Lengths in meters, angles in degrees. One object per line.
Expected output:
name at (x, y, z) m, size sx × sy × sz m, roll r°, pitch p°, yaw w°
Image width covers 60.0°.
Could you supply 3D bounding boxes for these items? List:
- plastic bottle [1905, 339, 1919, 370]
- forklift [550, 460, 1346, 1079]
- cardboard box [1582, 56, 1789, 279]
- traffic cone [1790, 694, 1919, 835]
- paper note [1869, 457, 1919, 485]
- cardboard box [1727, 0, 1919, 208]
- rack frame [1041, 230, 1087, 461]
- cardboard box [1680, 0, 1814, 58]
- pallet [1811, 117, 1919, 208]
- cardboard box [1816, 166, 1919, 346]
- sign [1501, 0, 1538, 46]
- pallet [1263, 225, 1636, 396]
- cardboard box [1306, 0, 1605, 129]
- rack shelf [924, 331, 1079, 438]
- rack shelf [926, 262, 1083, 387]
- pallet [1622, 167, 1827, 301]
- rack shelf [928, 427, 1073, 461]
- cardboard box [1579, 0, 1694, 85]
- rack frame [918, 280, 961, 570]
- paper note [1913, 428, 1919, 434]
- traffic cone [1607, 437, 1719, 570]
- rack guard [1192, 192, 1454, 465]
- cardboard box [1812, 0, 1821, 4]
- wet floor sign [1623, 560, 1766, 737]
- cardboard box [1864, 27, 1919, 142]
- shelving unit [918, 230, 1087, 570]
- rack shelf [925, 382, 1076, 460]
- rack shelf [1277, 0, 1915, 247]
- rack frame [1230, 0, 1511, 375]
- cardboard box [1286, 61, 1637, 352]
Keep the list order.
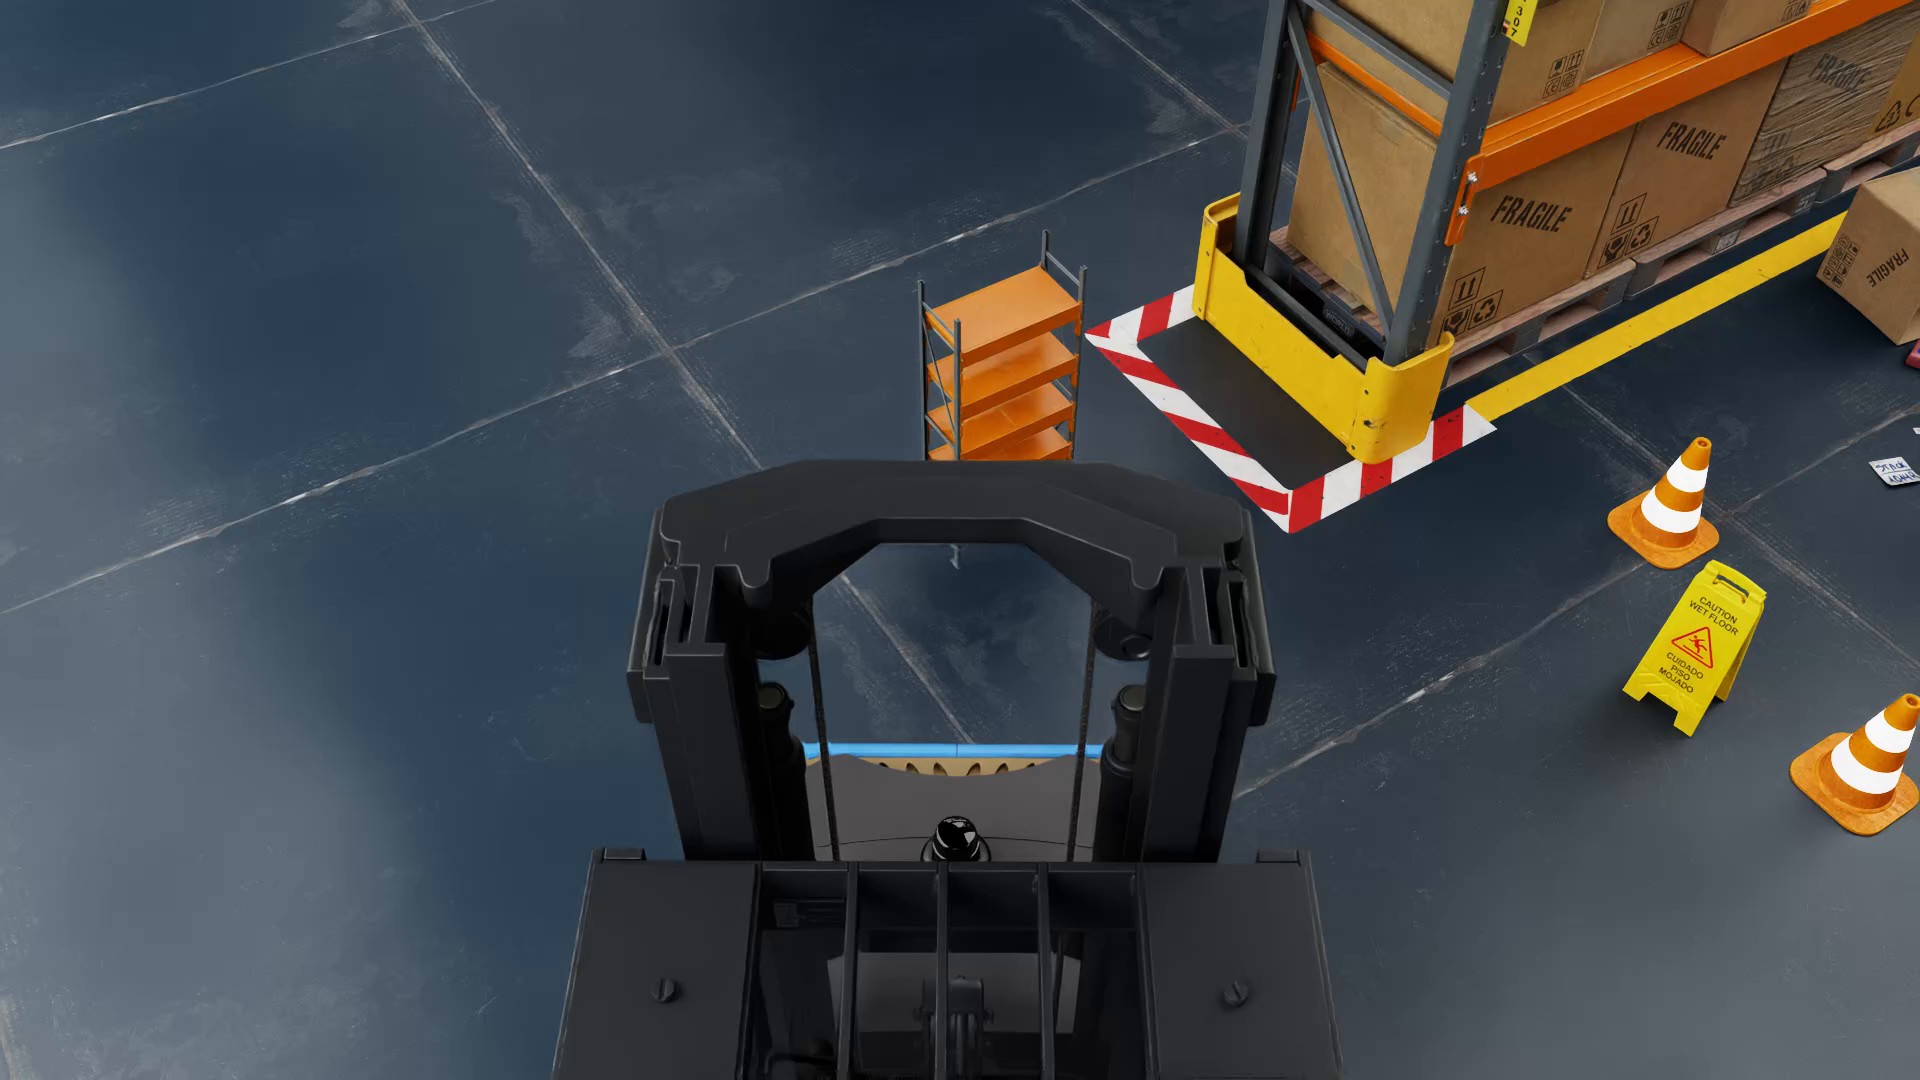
plastic bottle at (4.067, -0.721, 6.851) m, size 0.283 × 0.061 × 0.133 m, roll 30°, pitch 55°, yaw 24°
forklift at (-0.015, 1.375, 3.062) m, size 1.130 × 2.935 × 3.031 m, roll 0°, pitch 48°, yaw 0°
cardboard box at (2.728, -1.818, 7.002) m, size 0.875 × 0.875 × 0.875 m, roll -26°, pitch 53°, yaw -21°
traffic cone at (2.969, 0.657, 5.355) m, size 0.334 × 0.463 × 0.336 m, roll -25°, pitch 53°, yaw -21°
paper note at (3.644, -0.269, 6.470) m, size 0.142 × 0.017 × 0.144 m, roll -9°, pitch 49°, yaw -8°
cardboard box at (3.500, -2.180, 7.324) m, size 0.875 × 0.875 × 0.875 m, roll -25°, pitch 53°, yaw -21°
rack frame at (0.346, -0.562, 5.947) m, size 0.015 × 1.200 × 0.240 m, roll -25°, pitch 53°, yaw -21°
cardboard box at (2.731, -2.324, 6.211) m, size 0.550 × 0.550 × 0.875 m, roll -25°, pitch 53°, yaw -21°
pallet at (4.145, -2.134, 8.009) m, size 1.213 × 0.211 × 1.003 m, roll -25°, pitch 53°, yaw -21°
cardboard box at (4.065, -1.217, 6.998) m, size 0.500 × 0.500 × 0.500 m, roll -17°, pitch 51°, yaw -15°
sign at (1.738, -1.682, 5.107) m, size 0.005 × 0.325 × 0.100 m, roll -25°, pitch 53°, yaw -21°
pallet at (2.082, -1.161, 7.143) m, size 1.213 × 0.211 × 1.003 m, roll -25°, pitch 53°, yaw -21°
cardboard box at (1.737, -1.947, 5.875) m, size 0.550 × 0.550 × 0.875 m, roll -25°, pitch 53°, yaw -21°
rack shelf at (0.140, -0.569, 5.744) m, size 0.480 × 0.148 × 0.258 m, roll -25°, pitch 53°, yaw -21°
rack shelf at (0.140, -0.726, 5.567) m, size 0.480 × 0.148 × 0.258 m, roll -25°, pitch 53°, yaw -21°
pallet at (3.112, -1.645, 7.573) m, size 1.213 × 0.211 × 1.003 m, roll -25°, pitch 53°, yaw -21°
rack shelf at (0.140, -0.288, 6.059) m, size 0.480 × 0.148 × 0.258 m, roll -25°, pitch 53°, yaw -21°
cardboard box at (2.190, -2.180, 6.082) m, size 0.550 × 0.550 × 0.875 m, roll -25°, pitch 53°, yaw -21°
rack frame at (-0.066, -0.368, 5.774) m, size 0.015 × 1.200 × 0.240 m, roll -25°, pitch 53°, yaw -21°
paper note at (3.869, -0.437, 6.632) m, size 0.123 × 0.001 × 0.032 m, roll -2°, pitch 48°, yaw -1°
traffic cone at (2.654, -0.192, 6.111) m, size 0.334 × 0.463 × 0.336 m, roll -25°, pitch 53°, yaw -21°
rack guard at (1.427, -0.880, 6.699) m, size 0.348 × 0.500 × 1.175 m, roll -25°, pitch 53°, yaw -21°
cardboard box at (3.157, -2.561, 6.422) m, size 0.500 × 0.550 × 0.875 m, roll -25°, pitch 53°, yaw -21°
wet floor sign at (2.479, 0.324, 5.529) m, size 0.232 × 0.644 × 0.267 m, roll -34°, pitch 57°, yaw -27°
cardboard box at (4.261, -2.541, 7.646) m, size 0.875 × 0.875 × 0.875 m, roll -24°, pitch 53°, yaw -20°
shelving unit at (0.140, -0.465, 5.861) m, size 0.503 × 1.200 × 0.258 m, roll -25°, pitch 53°, yaw -21°
rack shelf at (0.140, -0.420, 5.911) m, size 0.480 × 0.148 × 0.258 m, roll -25°, pitch 53°, yaw -21°
rack shelf at (3.139, -2.278, 6.752) m, size 4.000 × 0.370 × 1.077 m, roll -25°, pitch 53°, yaw -21°
rack frame at (1.447, -1.721, 5.774) m, size 0.127 × 3.000 × 1.000 m, roll -25°, pitch 53°, yaw -21°
cardboard box at (1.985, -1.466, 6.688) m, size 0.875 × 0.875 × 0.875 m, roll -25°, pitch 53°, yaw -21°
